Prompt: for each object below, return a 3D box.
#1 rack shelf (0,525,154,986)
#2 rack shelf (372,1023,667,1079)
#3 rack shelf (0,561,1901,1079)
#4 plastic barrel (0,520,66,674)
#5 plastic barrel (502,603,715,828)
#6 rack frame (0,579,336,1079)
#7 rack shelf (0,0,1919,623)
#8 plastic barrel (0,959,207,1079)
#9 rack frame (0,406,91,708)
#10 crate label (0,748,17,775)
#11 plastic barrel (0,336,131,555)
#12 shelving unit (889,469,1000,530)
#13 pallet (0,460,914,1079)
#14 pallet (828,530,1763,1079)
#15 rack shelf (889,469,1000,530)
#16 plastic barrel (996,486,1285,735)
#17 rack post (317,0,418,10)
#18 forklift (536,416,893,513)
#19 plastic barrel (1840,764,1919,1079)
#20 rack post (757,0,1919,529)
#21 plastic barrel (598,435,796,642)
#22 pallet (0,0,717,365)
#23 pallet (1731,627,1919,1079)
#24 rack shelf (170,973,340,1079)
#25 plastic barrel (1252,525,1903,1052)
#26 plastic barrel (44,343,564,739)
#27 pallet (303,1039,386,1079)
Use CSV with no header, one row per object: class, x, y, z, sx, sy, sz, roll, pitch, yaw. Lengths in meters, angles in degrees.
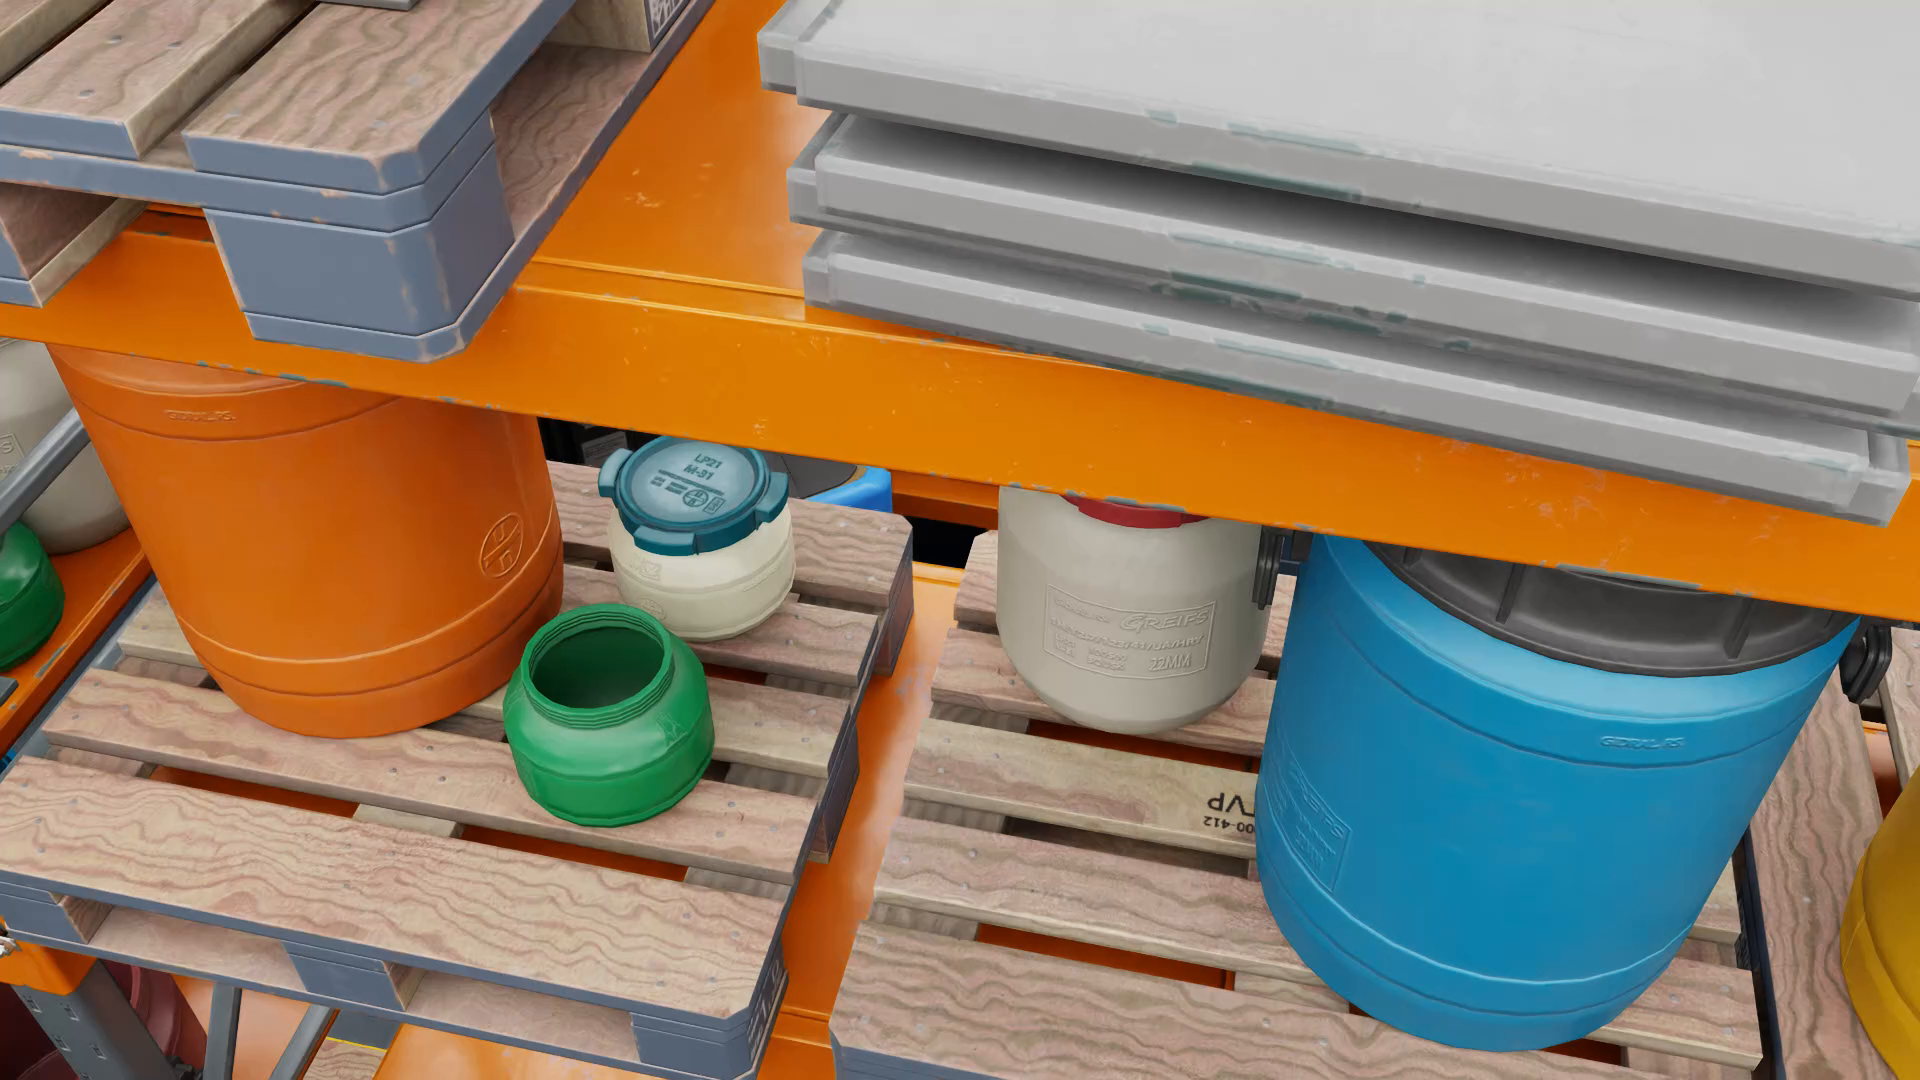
rack shelf,-3.448,-0.011,3.414,4.000,0.370,1.077,9,45,9
rack shelf,0.455,1.675,3.825,4.000,0.370,1.077,9,45,9
rack shelf,0.455,0.595,2.785,4.000,0.370,1.077,9,45,9
plastic barrel,-1.749,0.086,2.907,0.294,0.245,0.294,0,44,0
plastic barrel,-0.513,0.253,2.430,0.294,0.245,0.294,0,44,0
rack frame,-1.496,1.113,3.890,0.127,3.000,1.000,9,45,9
rack shelf,0.455,-0.342,1.884,4.000,0.370,1.077,9,45,9
plastic barrel,-2.015,1.199,3.703,0.708,0.536,0.600,9,45,9
rack frame,-1.496,-1.048,1.810,0.127,3.000,1.000,9,45,9
crate label,-2.407,0.767,4.225,0.616,0.435,0.502,9,45,9
plastic barrel,-1.733,-0.262,3.076,0.421,0.512,0.421,0,44,0
shelving unit,0.034,-0.413,6.828,1.048,1.125,0.538,9,45,10
pallet,-0.771,0.283,2.727,1.213,0.211,1.003,9,45,9
pallet,0.513,0.484,2.517,1.213,0.211,1.003,9,45,9
rack shelf,0.034,-0.237,6.998,1.000,0.278,0.538,9,45,10
plastic barrel,0.267,-0.001,2.485,0.433,0.535,0.433,0,44,0
rack post,-0.780,-0.939,1.751,0.937,0.300,0.954,9,45,9
forklift,-1.773,-0.315,5.424,3.031,2.935,1.130,-21,48,-20
plastic barrel,1.472,0.418,2.011,0.600,0.588,0.600,0,44,0
rack post,0.404,-0.483,1.583,0.954,0.300,0.937,13,45,13
plastic barrel,-0.418,-0.006,2.687,0.301,0.262,0.301,0,44,0
pallet,-0.799,-0.706,1.879,1.003,0.211,1.213,9,45,9
pallet,1.621,0.654,2.341,1.003,0.211,1.213,9,45,9
rack shelf,-3.448,1.070,4.455,4.000,0.370,1.077,9,45,9
plastic barrel,0.708,0.151,2.062,0.708,0.901,0.600,9,45,9
plastic barrel,-0.943,-0.186,2.464,0.708,0.830,0.600,9,45,9
pallet,-2.244,1.974,5.007,1.213,0.211,1.003,9,45,9
